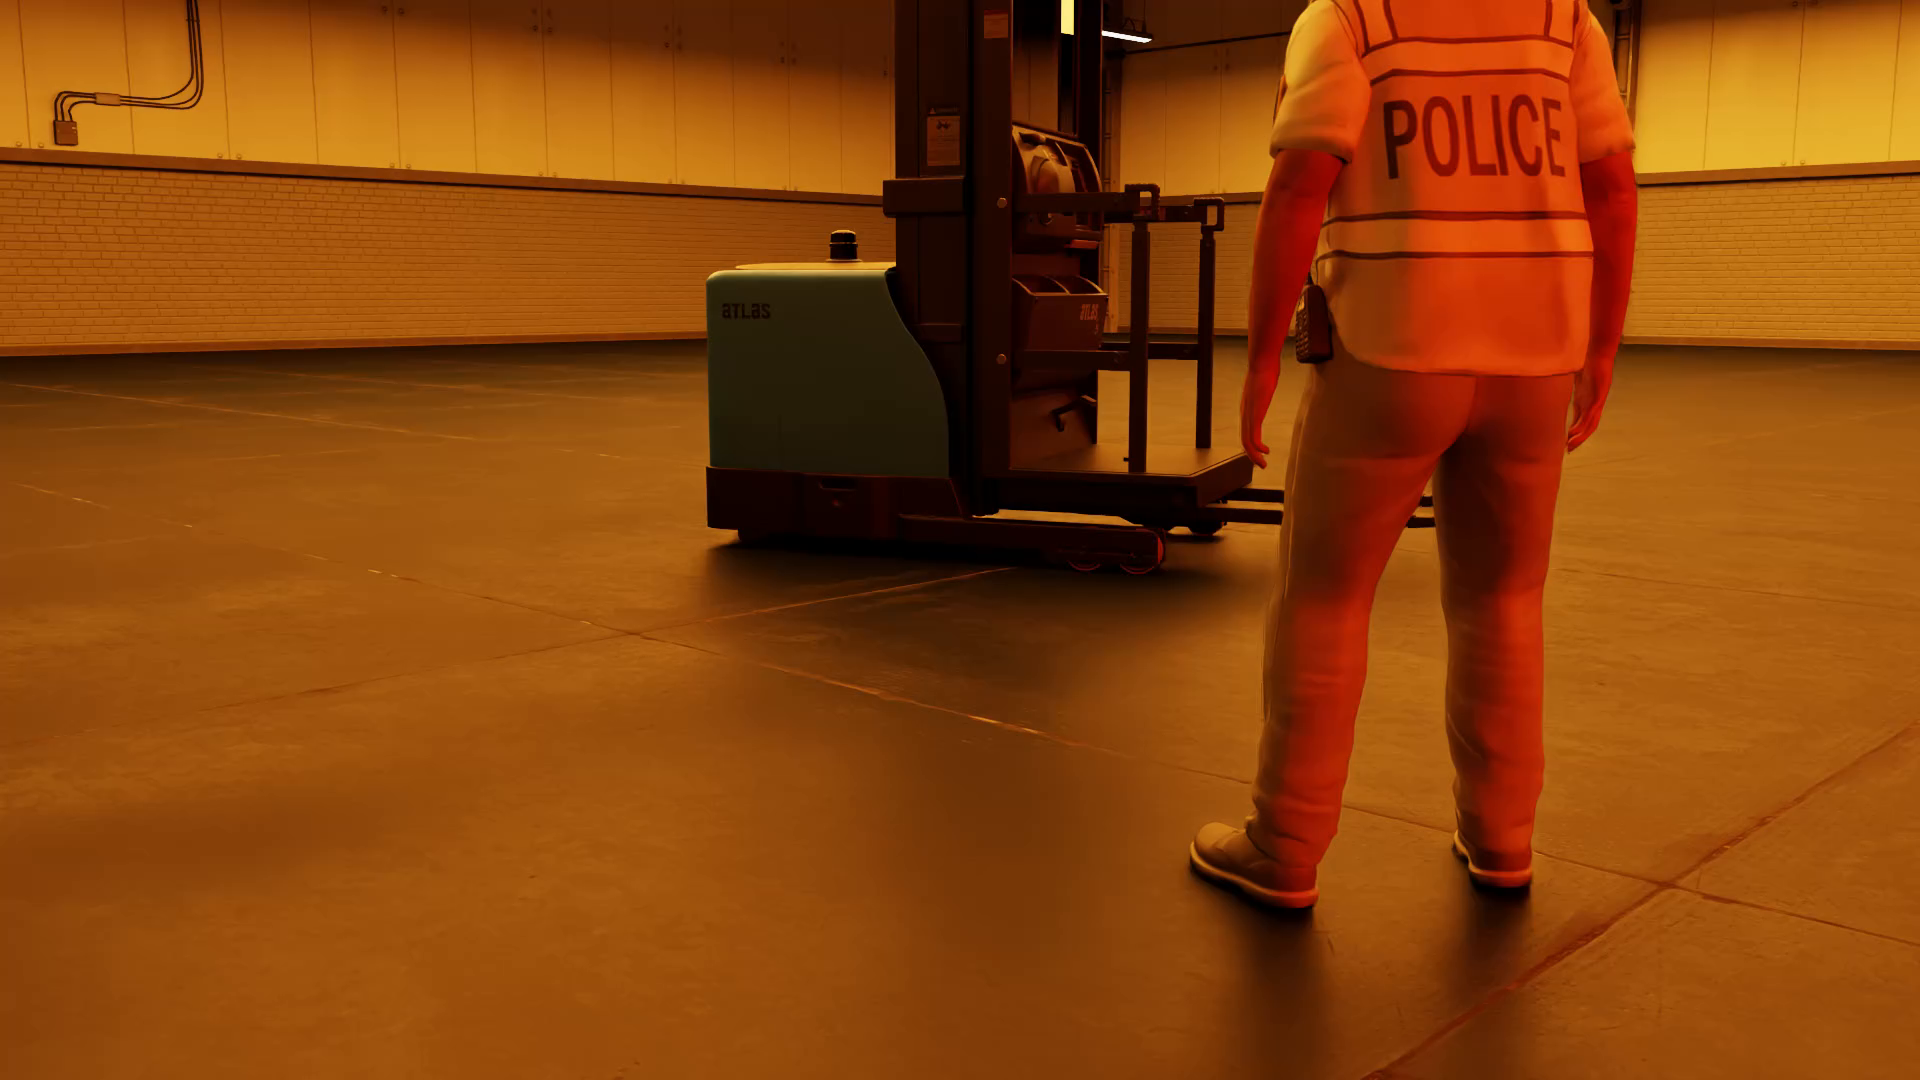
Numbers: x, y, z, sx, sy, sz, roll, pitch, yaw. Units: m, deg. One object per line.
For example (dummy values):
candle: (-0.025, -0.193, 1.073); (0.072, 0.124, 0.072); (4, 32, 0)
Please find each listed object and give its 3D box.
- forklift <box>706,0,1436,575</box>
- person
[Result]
forklift: (0.565, -1.416, 6.275); (3.031, 2.935, 1.130); (3, 9, 22)
person: (0.752, -0.278, 2.698); (0.664, 1.751, 0.463); (-1, 9, -9)
